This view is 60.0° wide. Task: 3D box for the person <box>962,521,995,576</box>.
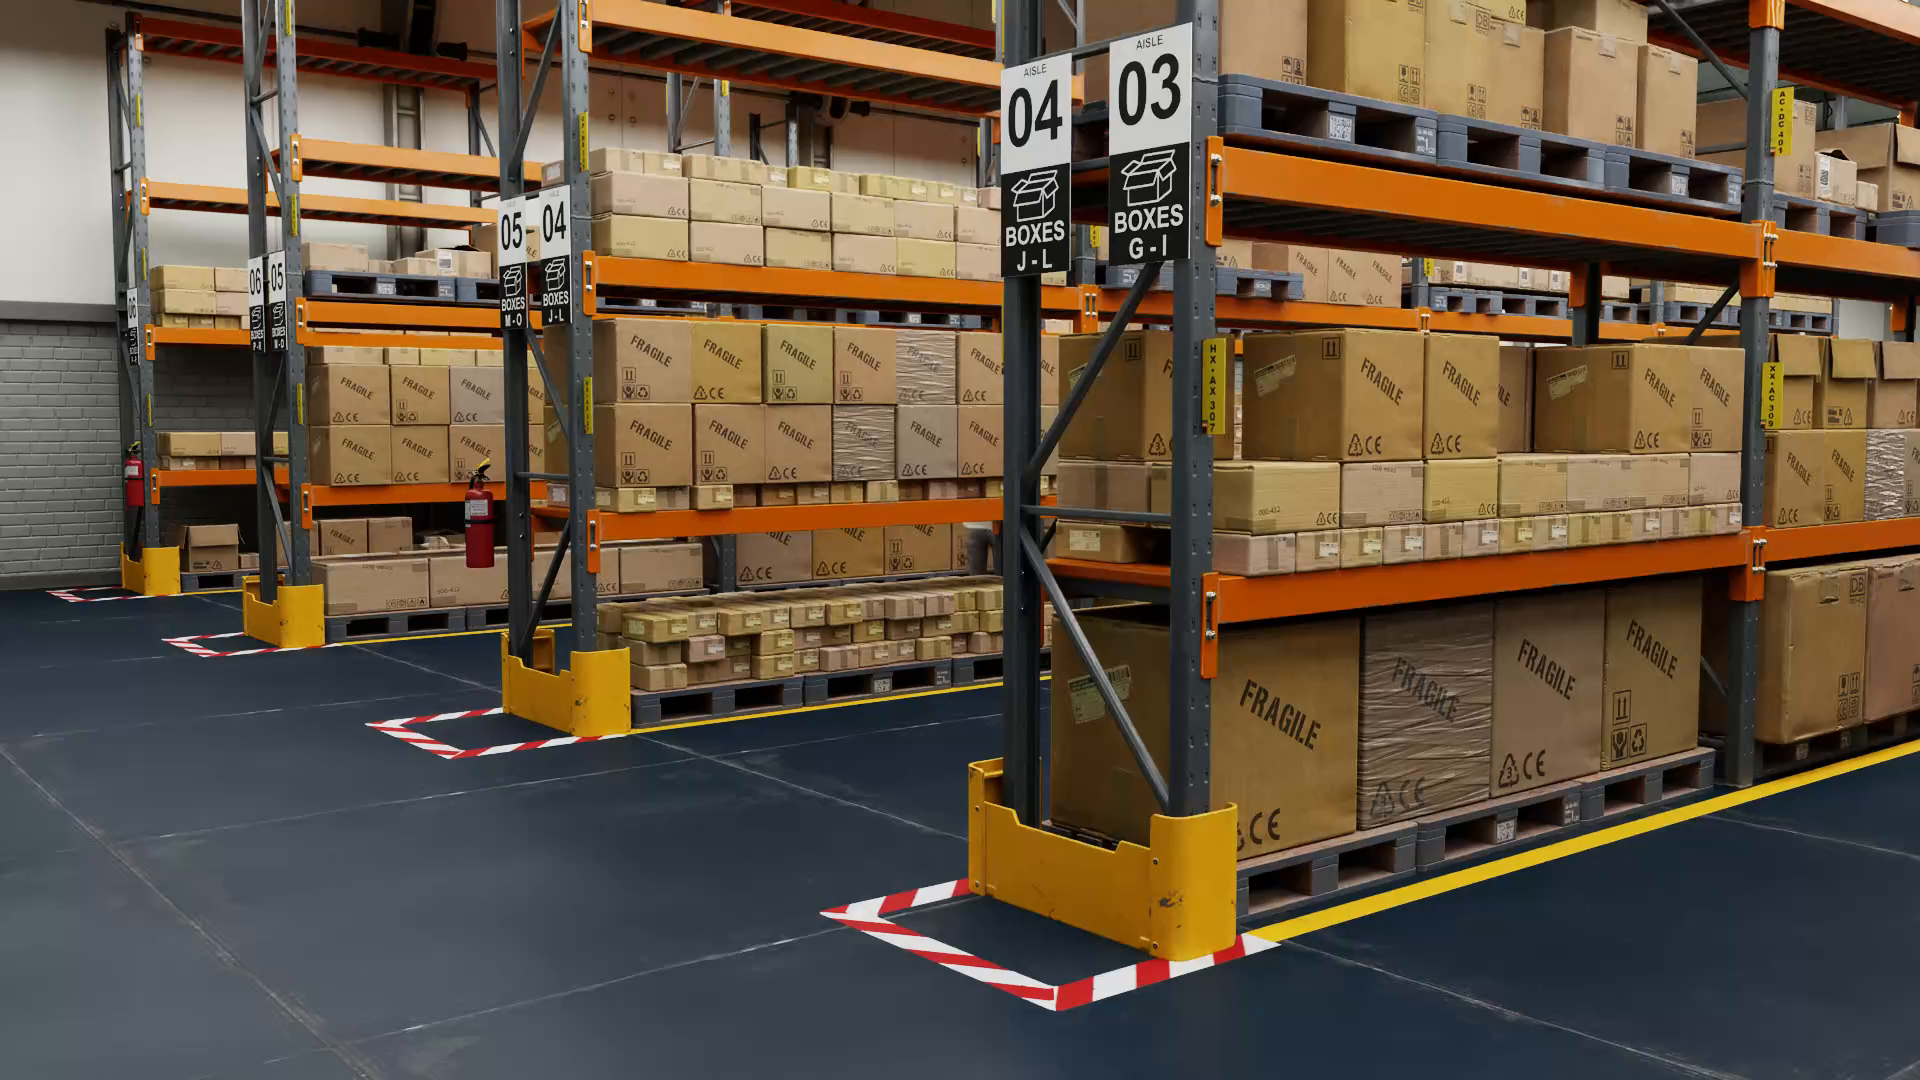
[{"bbox_3d":[0.276,-0.084,14.285,0.578,1.777,0.474,0,4,0],"label":"person"}]
